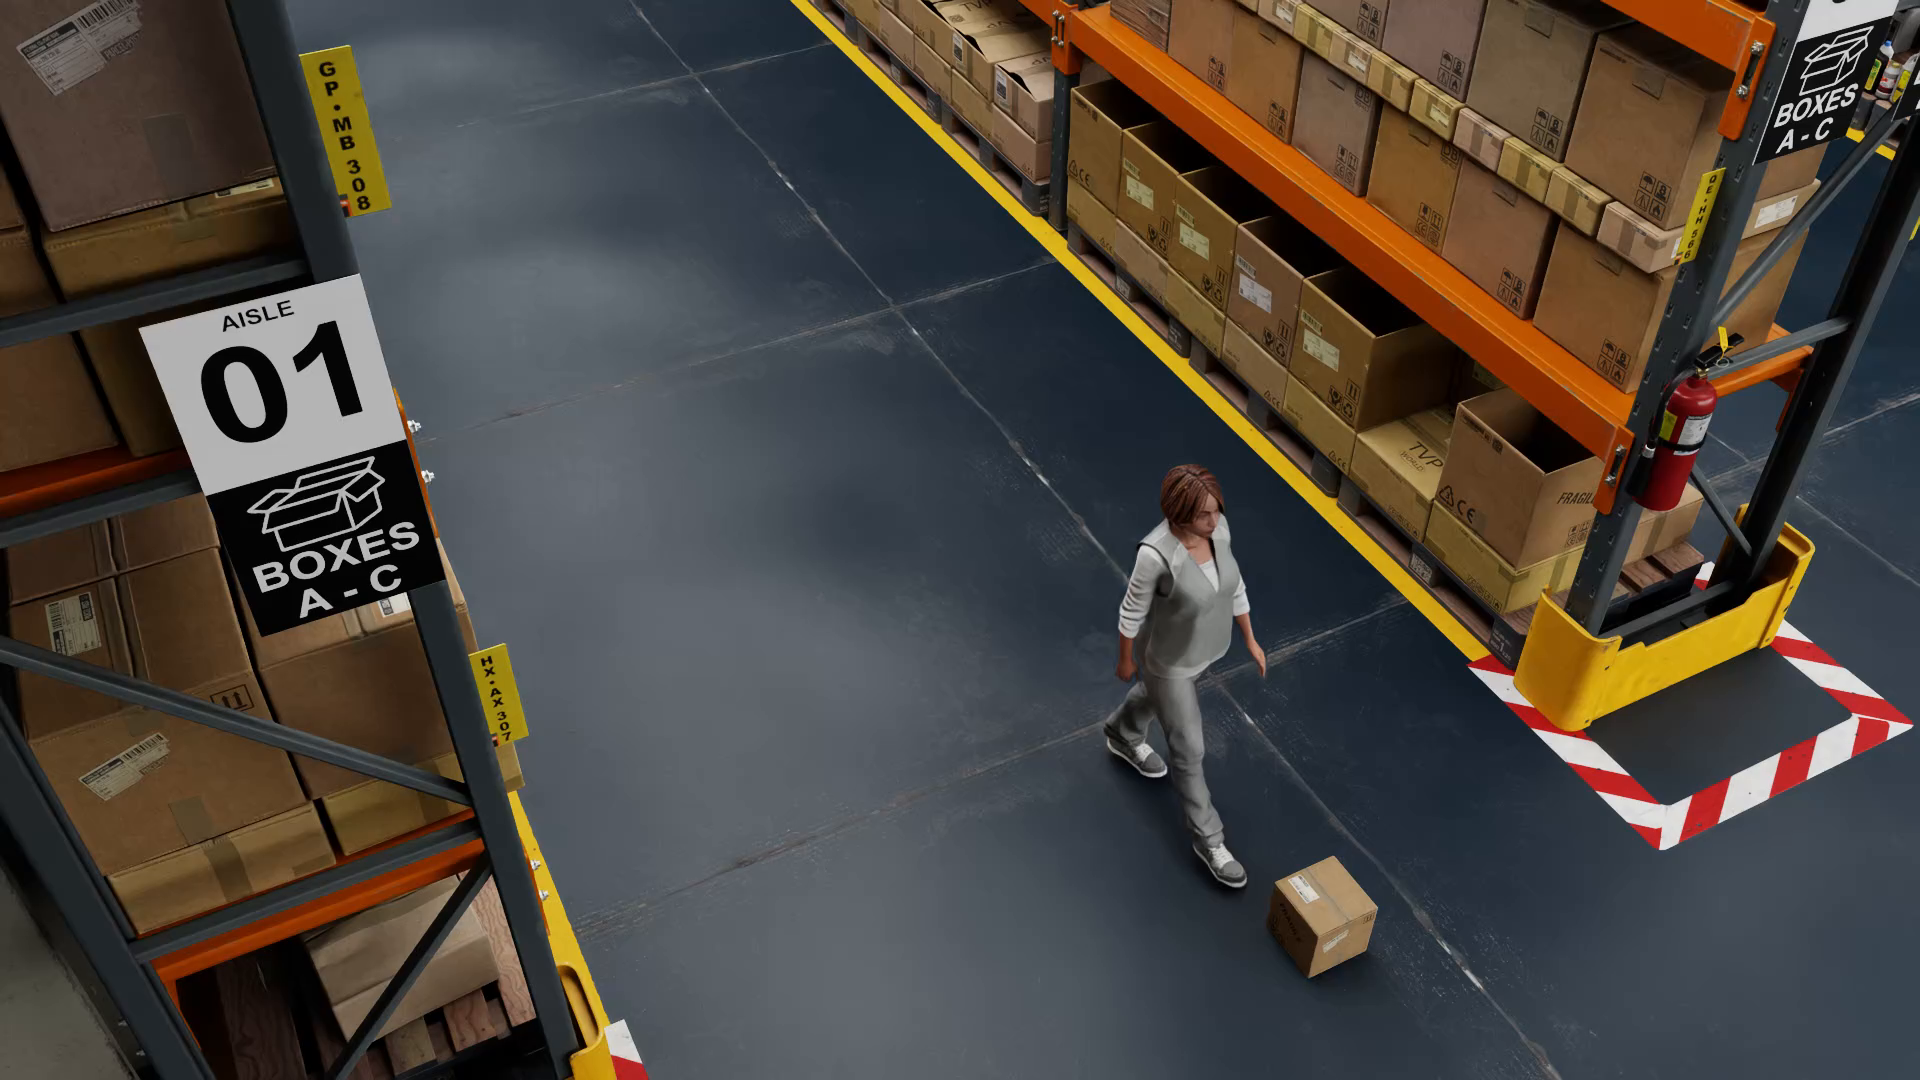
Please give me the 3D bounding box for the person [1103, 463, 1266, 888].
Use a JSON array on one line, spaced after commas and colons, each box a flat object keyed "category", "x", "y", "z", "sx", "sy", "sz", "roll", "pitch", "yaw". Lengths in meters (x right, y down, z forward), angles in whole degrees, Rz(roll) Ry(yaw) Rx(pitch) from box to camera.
[{"category": "person", "x": 0.825, "y": 0.408, "z": 5.689, "sx": 0.430, "sy": 1.565, "sz": 0.823, "roll": -34, "pitch": 52, "yaw": -32}]
